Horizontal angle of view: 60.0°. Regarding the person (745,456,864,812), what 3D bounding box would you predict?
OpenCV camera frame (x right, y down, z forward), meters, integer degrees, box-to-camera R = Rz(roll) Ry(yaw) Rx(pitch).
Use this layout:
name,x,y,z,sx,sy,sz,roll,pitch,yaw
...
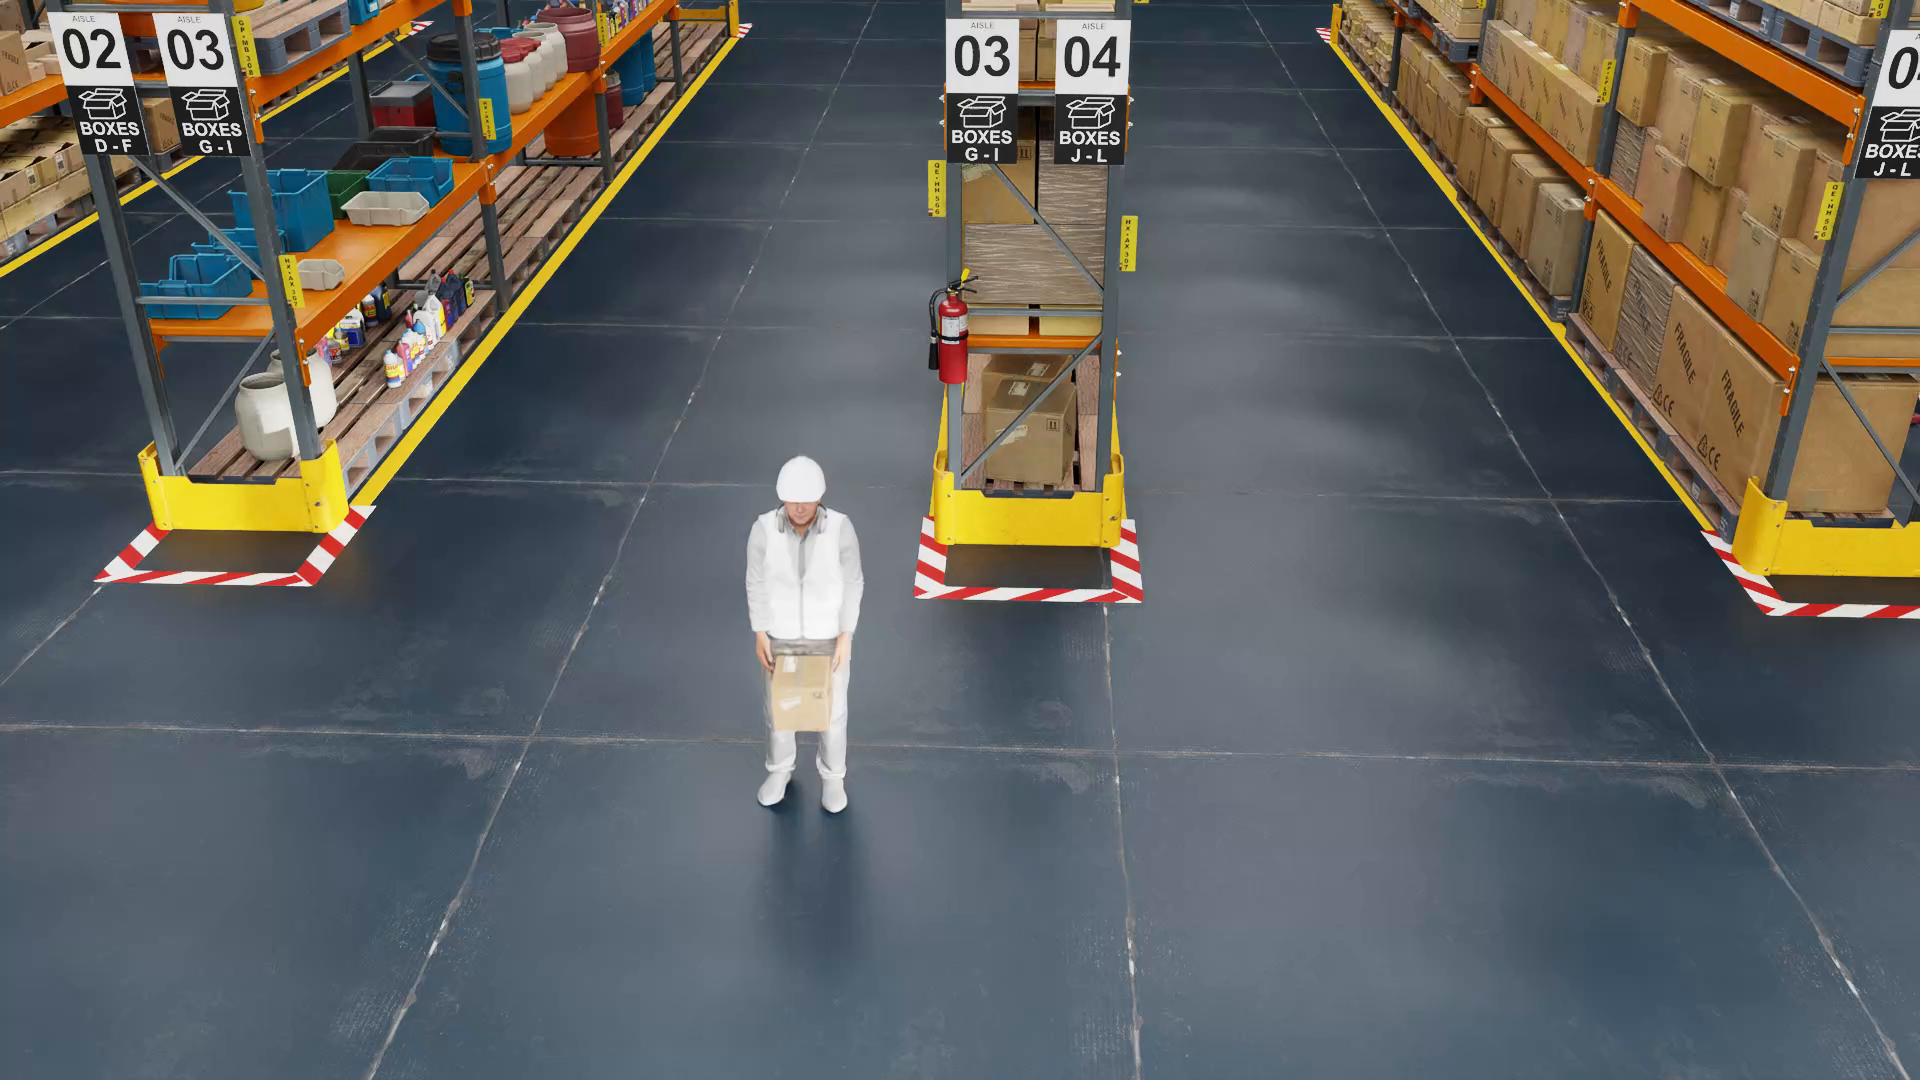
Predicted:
name,x,y,z,sx,sy,sz,roll,pitch,yaw
person,-0.717,0.429,7.773,0.551,1.777,0.470,0,28,1
